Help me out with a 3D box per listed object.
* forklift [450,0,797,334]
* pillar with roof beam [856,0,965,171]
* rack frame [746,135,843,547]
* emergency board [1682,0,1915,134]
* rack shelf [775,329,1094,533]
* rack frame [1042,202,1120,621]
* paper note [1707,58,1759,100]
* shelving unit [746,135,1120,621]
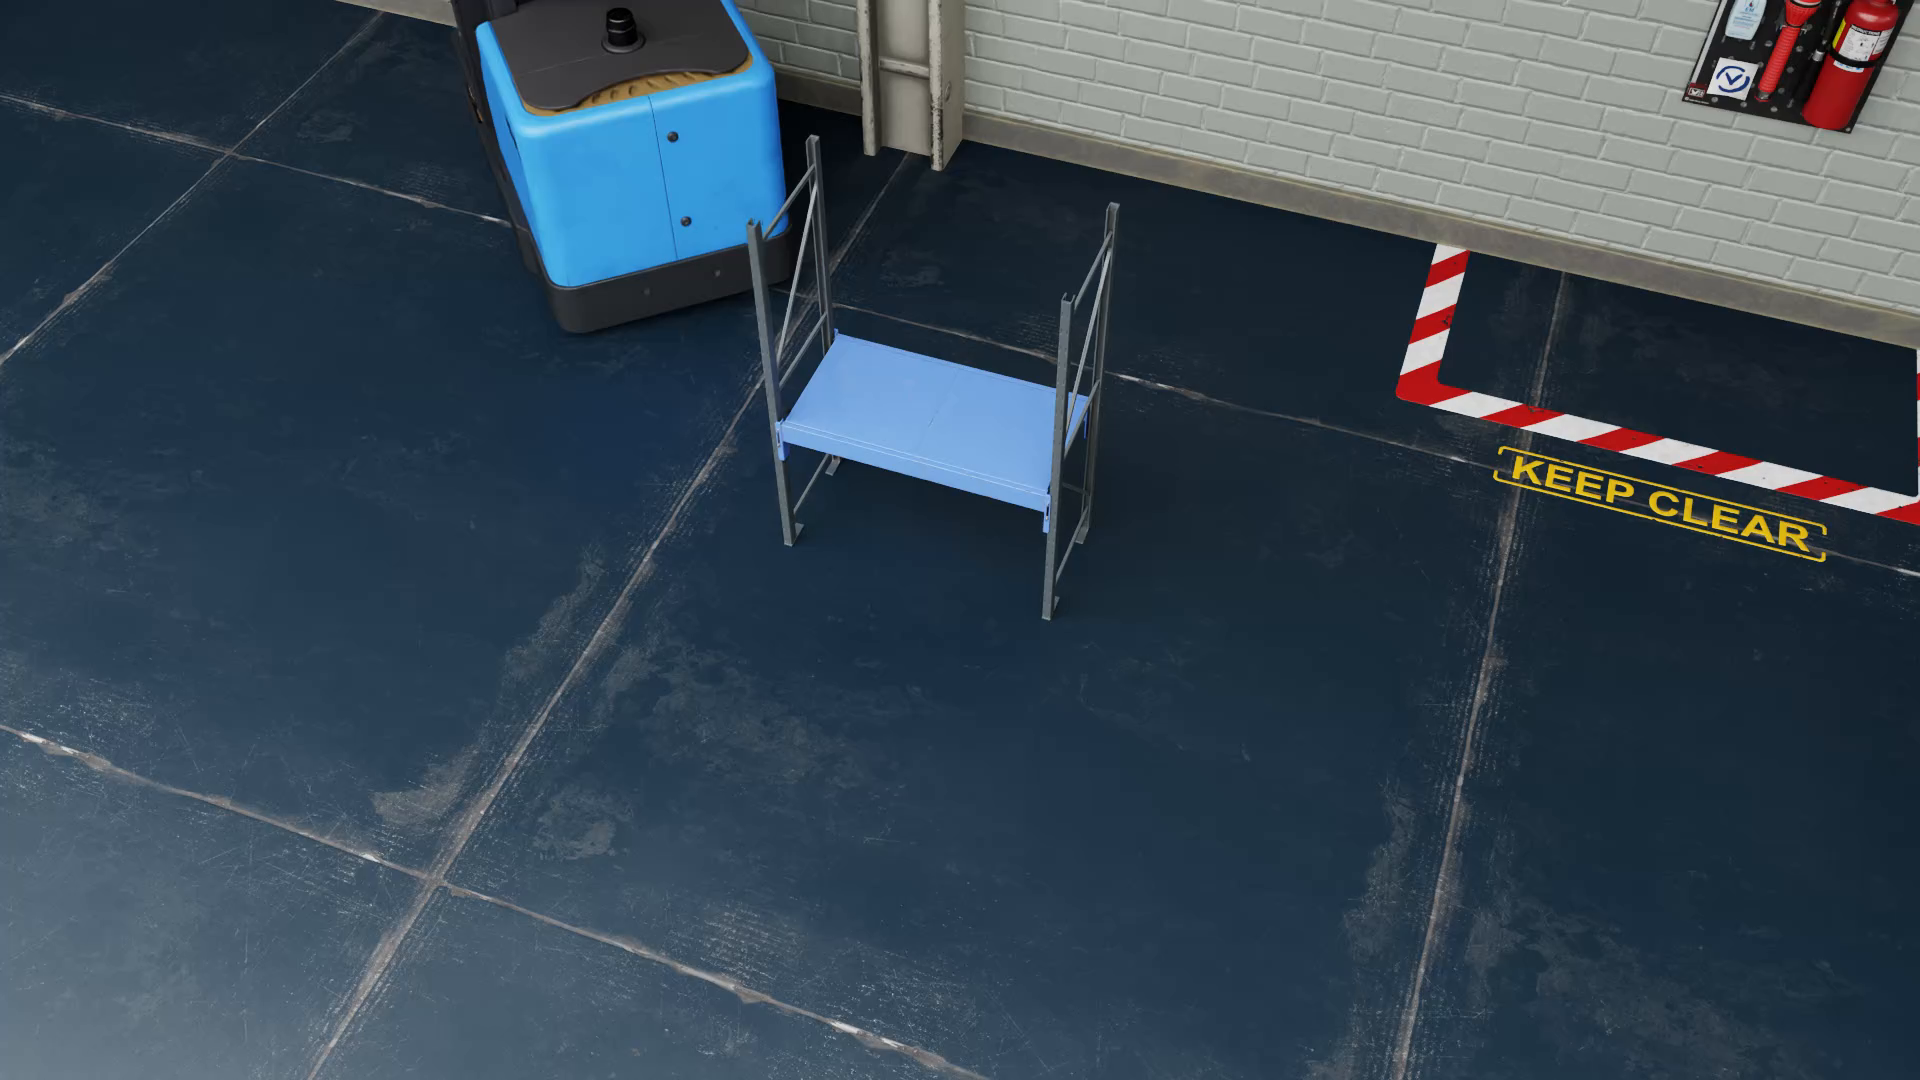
[{"bbox_3d":[-1.732,-2.953,6.869,1.130,2.935,3.031,-17,51,-14],"label":"forklift"},{"bbox_3d":[-1.708,-1.772,1.831,0.400,9.000,9.100,16,51,13],"label":"pillar with roof beam"},{"bbox_3d":[-0.557,-0.647,5.818,0.032,1.500,0.500,16,51,13],"label":"rack frame"},{"bbox_3d":[3.107,-1.962,5.965,0.643,1.169,0.194,16,51,13],"label":"emergency board"},{"bbox_3d":[-0.080,-0.396,5.839,1.000,0.185,0.538,16,51,13],"label":"rack shelf"},{"bbox_3d":[0.397,-0.380,5.587,0.032,1.500,0.500,16,51,13],"label":"rack frame"},{"bbox_3d":[2.965,-1.769,6.381,0.142,0.148,0.016,16,51,13],"label":"paper note"},{"bbox_3d":[-0.080,-0.514,5.703,1.048,1.500,0.538,16,51,13],"label":"shelving unit"}]
